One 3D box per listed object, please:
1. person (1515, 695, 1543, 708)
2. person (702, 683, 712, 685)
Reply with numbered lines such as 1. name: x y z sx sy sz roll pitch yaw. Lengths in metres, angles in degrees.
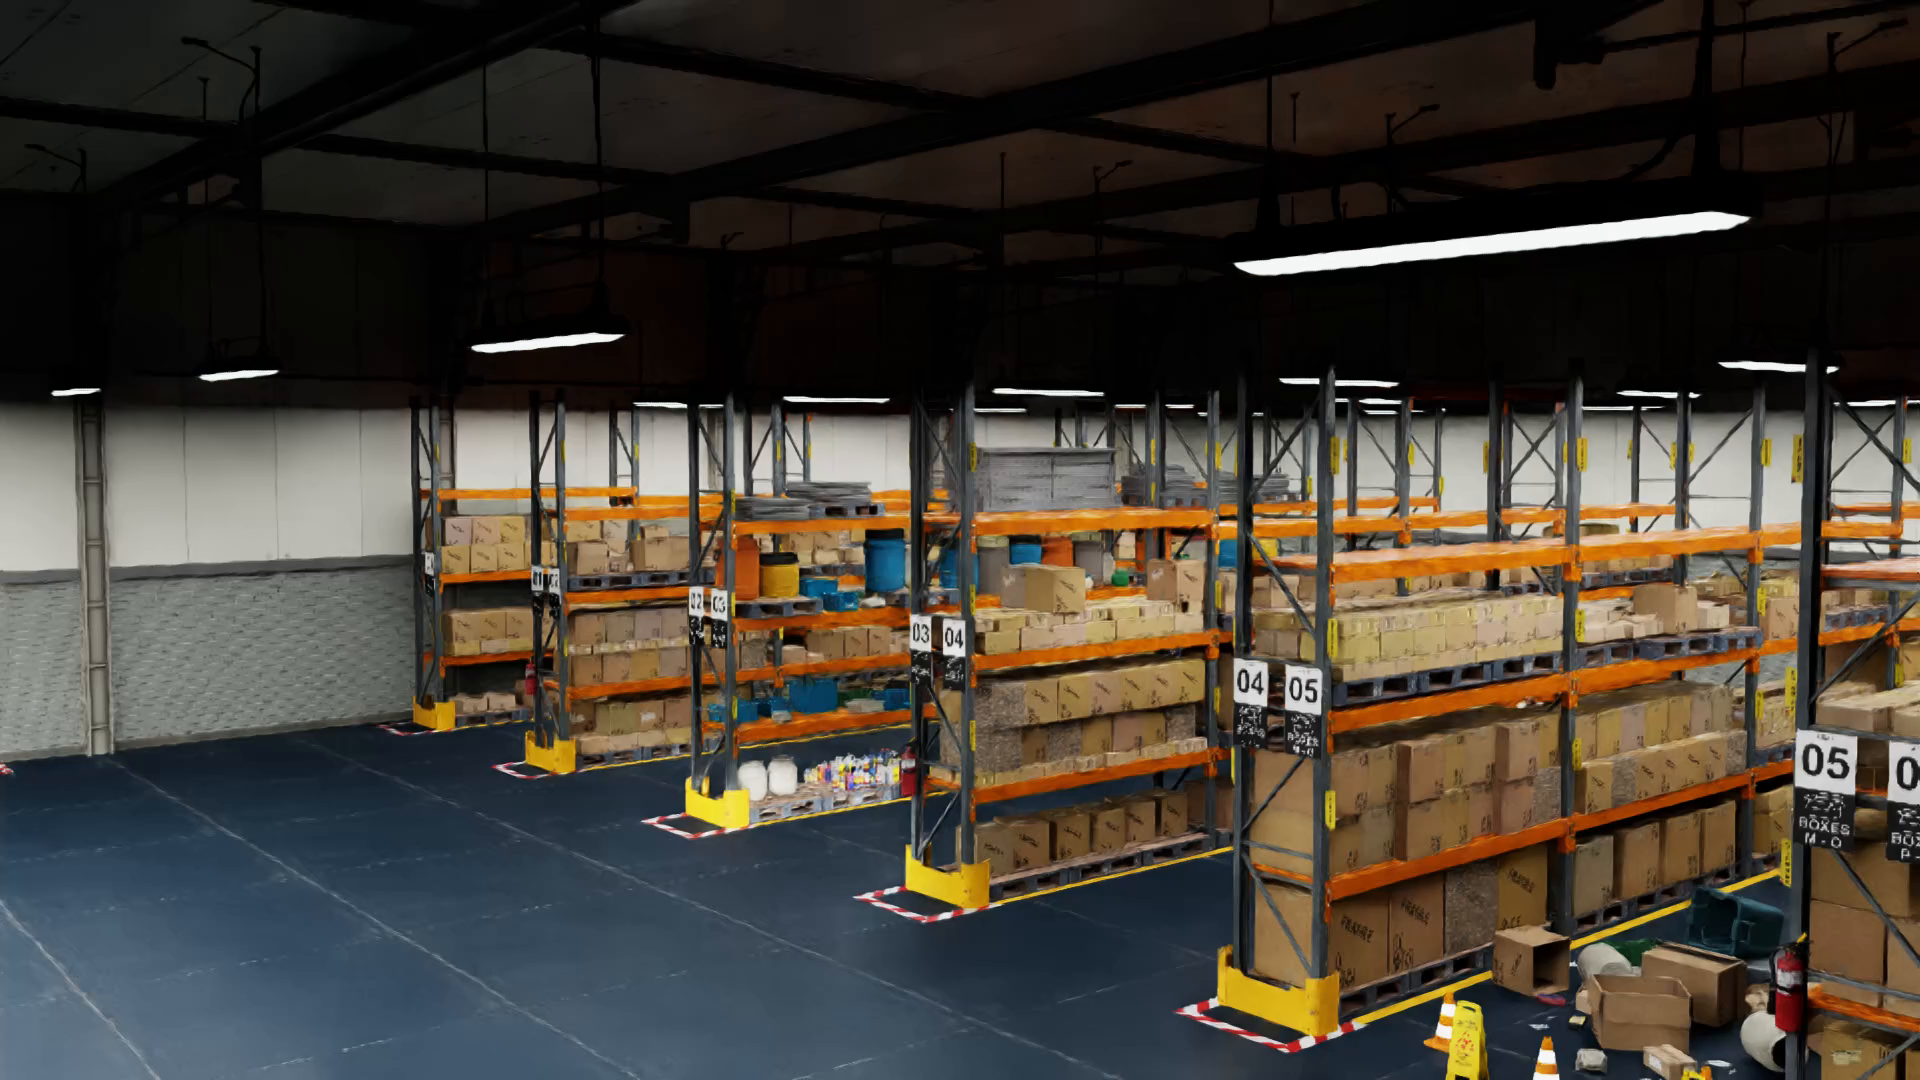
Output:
1. person: 8.138 2.913 23.570 0.546 1.733 0.729 -3 4 -41
2. person: -4.513 2.518 30.376 1.128 1.689 0.575 -3 5 -42
